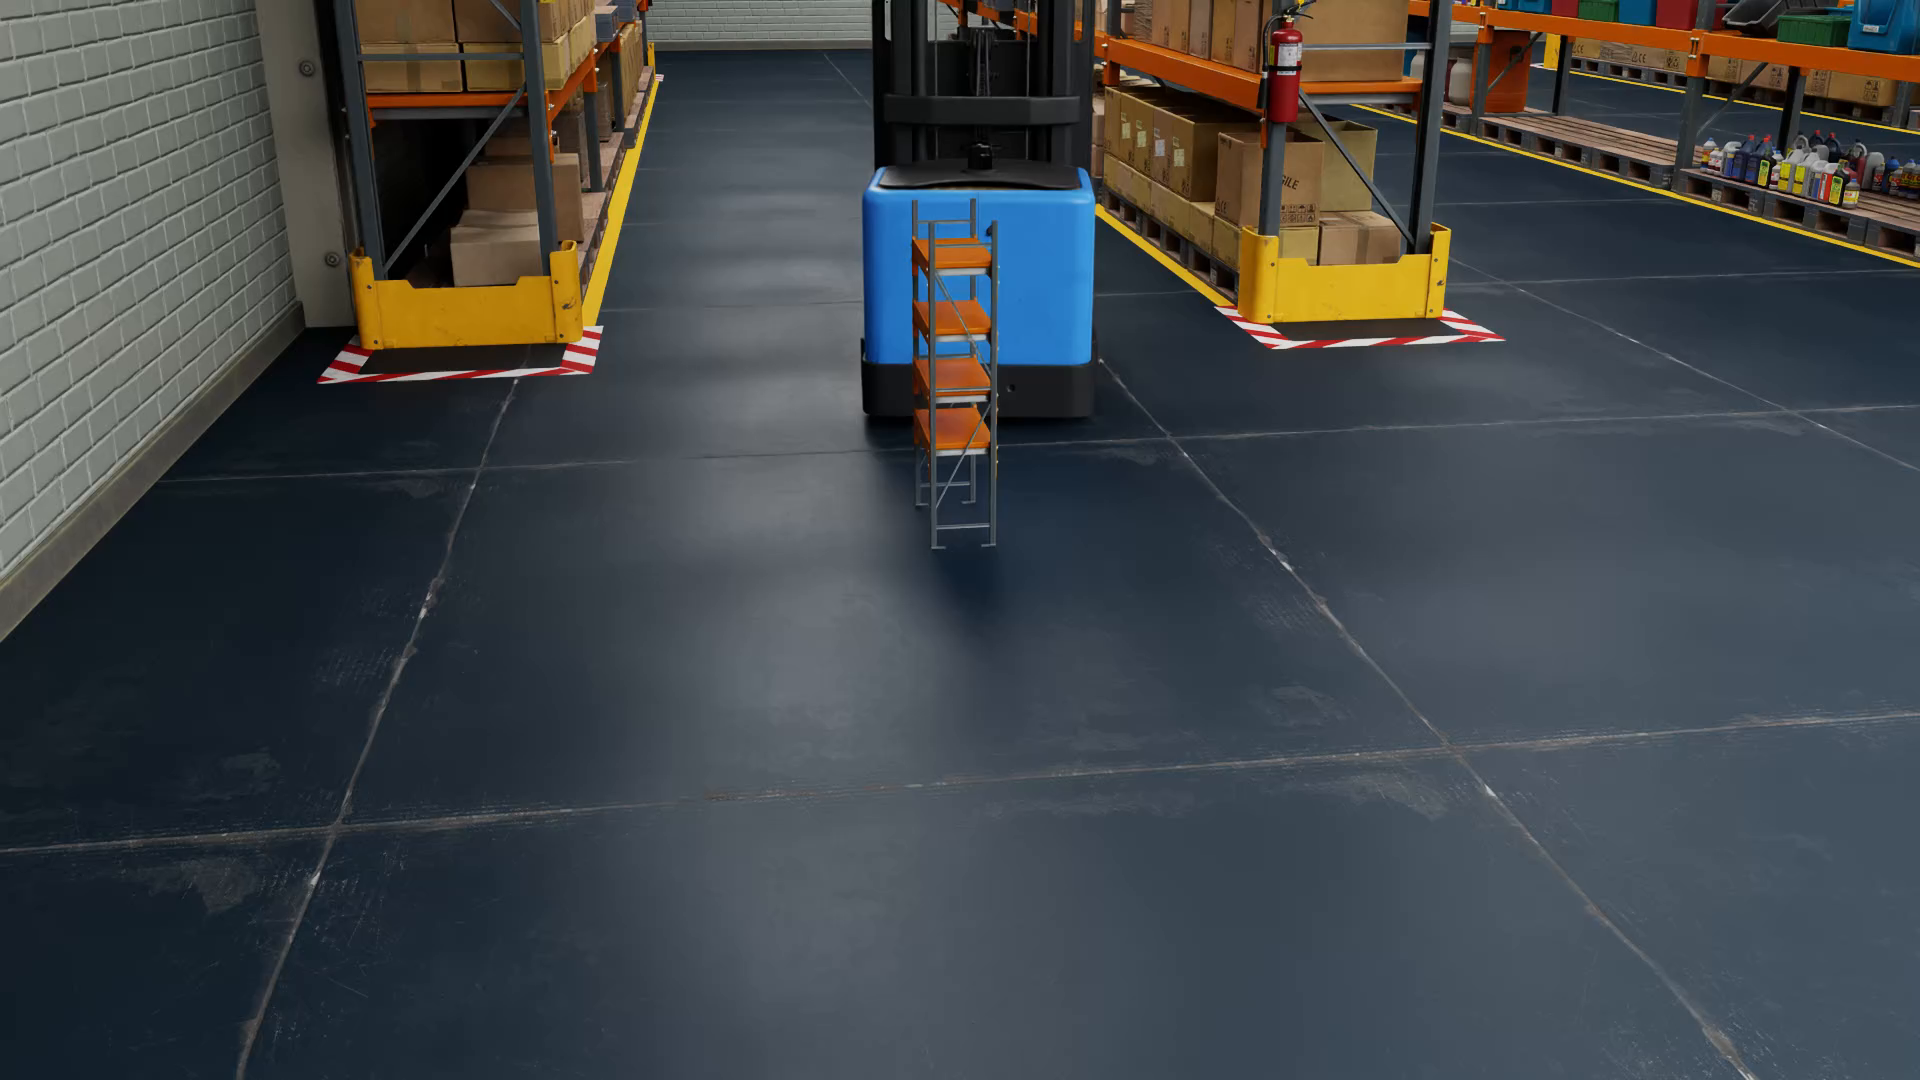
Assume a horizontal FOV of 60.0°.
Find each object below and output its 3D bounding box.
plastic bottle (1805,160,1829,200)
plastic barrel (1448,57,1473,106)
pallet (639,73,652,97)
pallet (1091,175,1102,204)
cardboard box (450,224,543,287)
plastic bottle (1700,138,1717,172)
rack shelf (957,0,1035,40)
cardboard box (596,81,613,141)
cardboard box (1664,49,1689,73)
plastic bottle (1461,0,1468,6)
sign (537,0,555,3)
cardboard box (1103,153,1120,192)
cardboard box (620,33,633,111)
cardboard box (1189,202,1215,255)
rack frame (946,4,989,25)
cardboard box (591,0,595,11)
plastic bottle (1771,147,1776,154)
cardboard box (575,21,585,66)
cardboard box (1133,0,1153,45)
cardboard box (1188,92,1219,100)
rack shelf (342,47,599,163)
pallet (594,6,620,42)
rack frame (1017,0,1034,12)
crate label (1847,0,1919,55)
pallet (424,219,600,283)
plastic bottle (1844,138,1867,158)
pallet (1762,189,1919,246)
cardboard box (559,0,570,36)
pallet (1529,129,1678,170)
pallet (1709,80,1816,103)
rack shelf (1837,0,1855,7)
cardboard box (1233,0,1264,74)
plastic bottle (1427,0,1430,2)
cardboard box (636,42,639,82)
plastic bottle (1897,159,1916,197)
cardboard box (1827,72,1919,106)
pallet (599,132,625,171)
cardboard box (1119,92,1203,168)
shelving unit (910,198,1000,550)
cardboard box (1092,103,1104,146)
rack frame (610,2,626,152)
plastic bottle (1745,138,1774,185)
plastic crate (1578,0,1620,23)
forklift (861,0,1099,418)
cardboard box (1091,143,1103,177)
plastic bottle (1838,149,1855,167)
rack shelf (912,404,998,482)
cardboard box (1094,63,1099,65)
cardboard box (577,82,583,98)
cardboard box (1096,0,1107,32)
[{"bbox_3d":[6.401,-2.671,12.345,0.152,0.276,0.135,-3,21,-9],"label":"plastic bottle"},{"bbox_3d":[5.718,-5.151,18.677,0.421,0.512,0.421,0,20,0],"label":"plastic barrel"},{"bbox_3d":[-4.616,-6.030,22.059,1.003,0.211,1.213,-3,21,-8],"label":"pallet"},{"bbox_3d":[1.505,-3.074,14.144,1.003,0.211,1.213,-3,21,-8],"label":"pallet"},{"bbox_3d":[-2.686,-1.682,9.645,0.500,0.311,0.500,-5,21,-14],"label":"cardboard box"},{"bbox_3d":[6.164,-3.171,13.690,0.097,0.271,0.097,0,20,0],"label":"plastic bottle"},{"bbox_3d":[0.785,-5.867,18.667,1.077,0.370,4.000,-3,21,-8],"label":"rack shelf"},{"bbox_3d":[-3.673,-4.049,15.714,0.700,0.500,0.500,-3,21,-7],"label":"cardboard box"},{"bbox_3d":[10.284,-6.829,22.650,0.875,0.875,0.875,-3,21,-8],"label":"cardboard box"},{"bbox_3d":[5.462,-5.904,17.904,0.061,0.283,0.133,-3,21,-8],"label":"plastic bottle"},{"bbox_3d":[-2.138,-2.924,8.520,0.100,0.325,0.005,-3,21,-8],"label":"sign"},{"bbox_3d":[1.417,-2.860,12.915,0.500,0.250,0.500,-3,21,-8],"label":"cardboard box"},{"bbox_3d":[-3.924,-5.015,17.829,0.750,0.750,0.750,-3,21,-8],"label":"cardboard box"},{"bbox_3d":[1.773,-1.994,10.597,0.500,0.250,0.500,-3,21,-8],"label":"cardboard box"},{"bbox_3d":[-0.080,-8.282,24.103,1.000,3.000,0.127,-3,21,-8],"label":"rack frame"},{"bbox_3d":[-2.878,-4.018,11.801,0.500,0.500,0.500,-3,21,-8],"label":"cardboard box"},{"bbox_3d":[6.398,-2.959,13.122,0.097,0.271,0.097,0,20,0],"label":"plastic bottle"},{"bbox_3d":[-2.658,-3.146,10.538,0.500,0.250,0.500,-3,21,-7],"label":"cardboard box"},{"bbox_3d":[1.720,-4.020,12.551,0.700,0.500,0.500,-3,21,-9],"label":"cardboard box"},{"bbox_3d":[1.993,-3.064,12.390,0.500,0.500,0.500,-3,21,-8],"label":"cardboard box"},{"bbox_3d":[-2.963,-2.846,10.578,1.077,0.370,4.000,-3,21,-8],"label":"rack shelf"},{"bbox_3d":[-3.218,-4.058,13.068,1.003,0.211,1.213,-3,21,-8],"label":"pallet"},{"bbox_3d":[1.073,-5.512,16.687,1.000,3.000,0.127,-3,21,-8],"label":"rack frame"},{"bbox_3d":[6.596,-3.631,11.600,0.502,0.435,0.616,-3,21,-8],"label":"crate label"},{"bbox_3d":[-2.941,-1.915,11.043,1.003,0.211,1.213,-3,21,-8],"label":"pallet"},{"bbox_3d":[7.004,-2.954,12.995,0.144,0.351,0.185,-3,21,-8],"label":"plastic bottle"},{"bbox_3d":[6.787,-2.411,12.370,1.003,0.211,1.213,-3,21,-8],"label":"pallet"},{"bbox_3d":[-2.508,-3.133,9.432,0.500,0.500,0.500,-3,21,-8],"label":"cardboard box"},{"bbox_3d":[6.221,-3.762,15.988,1.003,0.211,1.213,-3,21,-8],"label":"pallet"},{"bbox_3d":[10.486,-5.826,21.512,1.003,0.211,1.213,-3,21,-8],"label":"pallet"},{"bbox_3d":[10.588,-6.366,20.001,1.077,0.370,4.000,-3,21,-8],"label":"rack shelf"},{"bbox_3d":[2.091,-3.133,10.174,0.700,0.500,0.500,-2,21,-6],"label":"cardboard box"},{"bbox_3d":[5.330,-6.220,18.749,0.061,0.283,0.133,-3,21,-8],"label":"plastic bottle"},{"bbox_3d":[-4.480,-6.110,21.259,0.700,0.500,0.500,-3,21,-8],"label":"cardboard box"},{"bbox_3d":[7.112,-2.715,12.470,0.097,0.271,0.097,0,20,0],"label":"plastic bottle"},{"bbox_3d":[10.798,-5.452,18.962,1.225,0.875,0.875,-4,21,-10],"label":"cardboard box"},{"bbox_3d":[-3.717,-3.684,15.778,1.003,0.211,1.213,-3,21,-8],"label":"pallet"},{"bbox_3d":[1.487,-3.038,12.320,0.500,0.500,0.500,-3,21,-8],"label":"cardboard box"},{"bbox_3d":[-0.024,-0.619,6.160,0.258,1.200,0.503,-3,21,-8],"label":"shelving unit"},{"bbox_3d":[1.308,-3.424,13.625,0.500,0.311,0.500,-3,21,-8],"label":"cardboard box"},{"bbox_3d":[-3.828,-5.261,16.014,1.000,3.000,0.127,-3,21,-8],"label":"rack frame"},{"bbox_3d":[6.285,-2.975,13.051,0.144,0.351,0.185,-4,21,-10],"label":"plastic bottle"},{"bbox_3d":[6.022,-4.865,15.258,0.450,0.188,0.662,-3,21,-8],"label":"plastic crate"},{"bbox_3d":[0.121,-2.389,8.423,1.130,2.935,3.031,1,20,2],"label":"forklift"},{"bbox_3d":[1.303,-3.165,13.732,0.500,0.250,0.500,-3,21,-8],"label":"cardboard box"},{"bbox_3d":[6.906,-2.908,12.969,0.061,0.283,0.133,-3,21,-8],"label":"plastic bottle"},{"bbox_3d":[-0.024,-0.370,6.253,0.258,0.148,0.480,-3,21,-8],"label":"rack shelf"},{"bbox_3d":[1.209,-4.900,17.992,0.500,0.500,0.500,-4,21,-10],"label":"cardboard box"},{"bbox_3d":[-3.574,-4.022,14.570,0.500,0.250,0.500,-3,21,-8],"label":"cardboard box"},{"bbox_3d":[1.341,-4.359,13.792,0.396,0.266,0.258,-3,21,-9],"label":"cardboard box"}]
